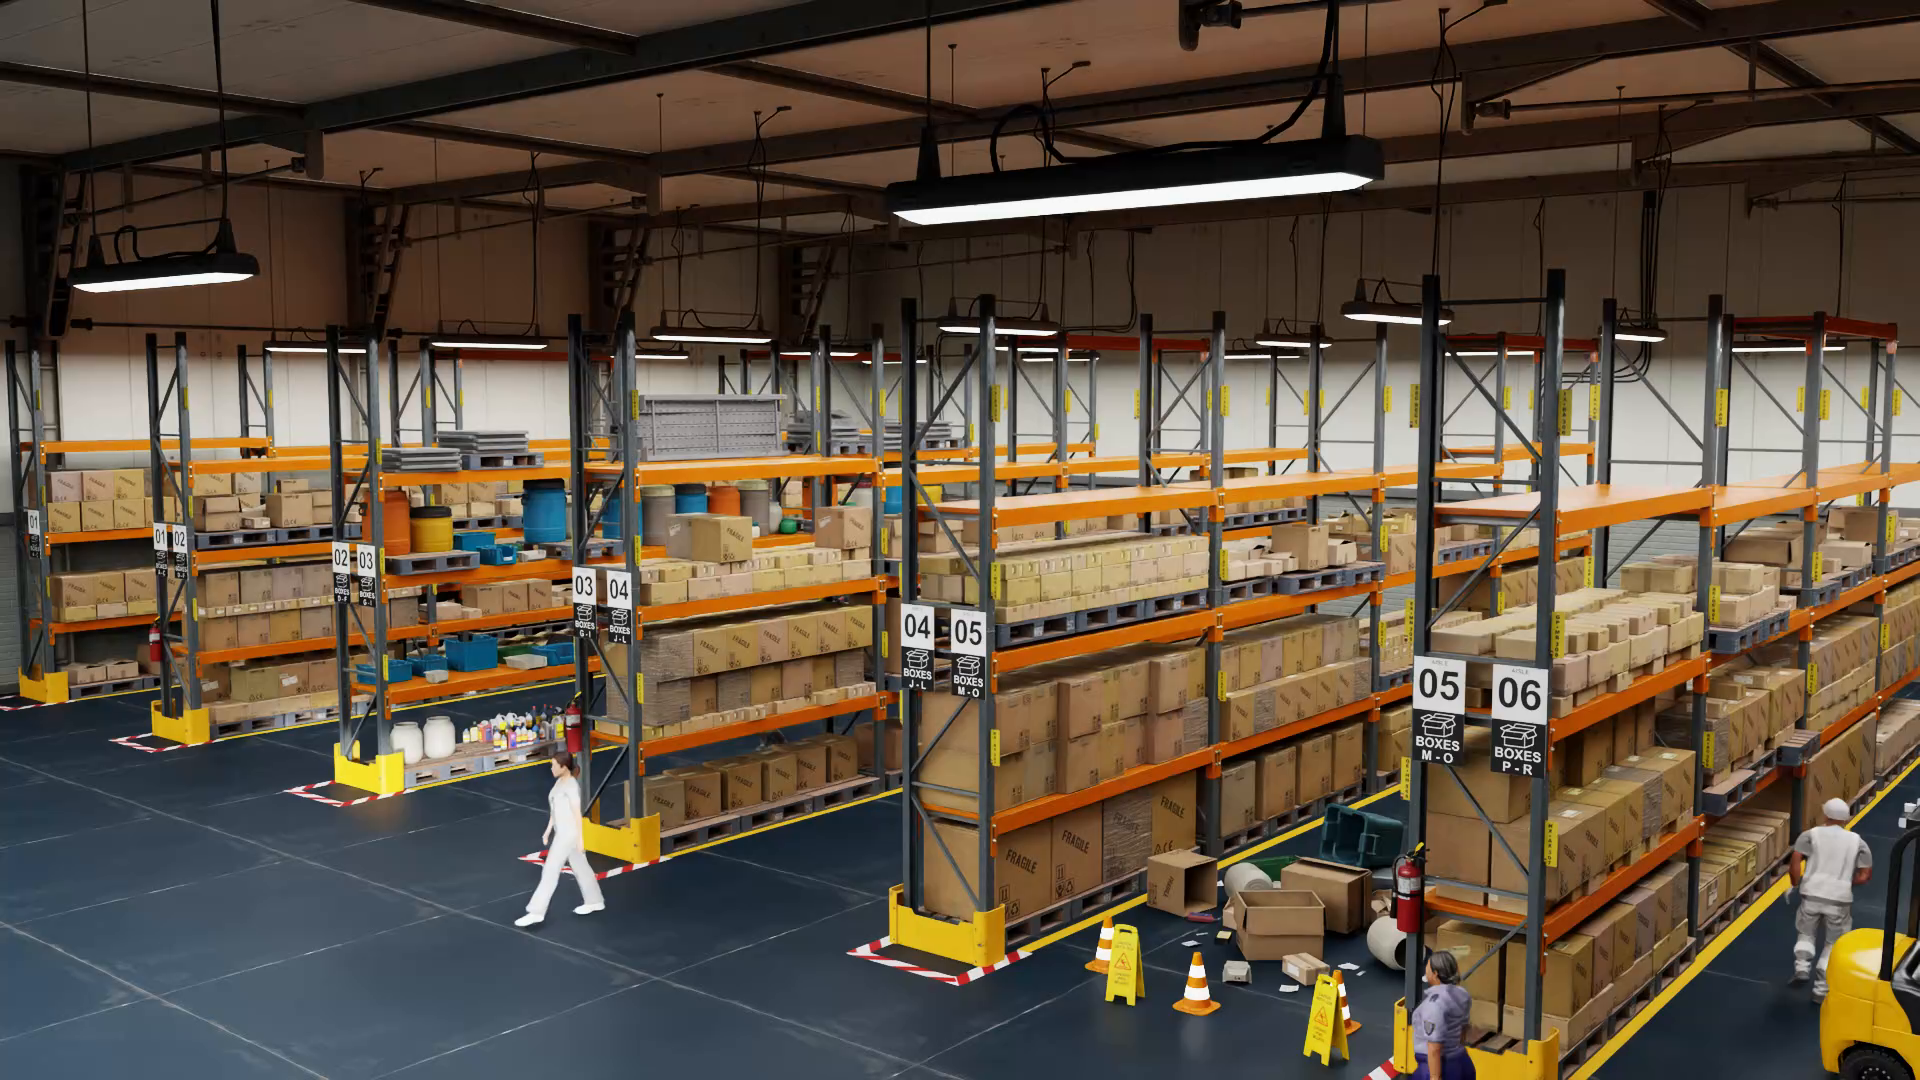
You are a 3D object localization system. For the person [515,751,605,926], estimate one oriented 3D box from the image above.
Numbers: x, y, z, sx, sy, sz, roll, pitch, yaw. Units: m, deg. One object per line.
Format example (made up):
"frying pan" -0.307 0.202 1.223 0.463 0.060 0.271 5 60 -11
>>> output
"person" -3.919 2.869 16.196 0.909 1.634 0.511 -2 6 -22

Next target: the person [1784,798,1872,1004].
"person" 7.386 3.061 14.193 0.625 1.678 0.788 4 7 41

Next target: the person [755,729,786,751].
"person" -2.582 2.212 22.550 0.489 1.543 0.601 3 6 31

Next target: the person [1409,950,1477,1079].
"person" 3.102 3.405 10.573 0.962 1.603 0.481 4 7 40

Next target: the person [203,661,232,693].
"person" -12.188 1.925 27.145 0.473 1.648 0.719 1 5 12
